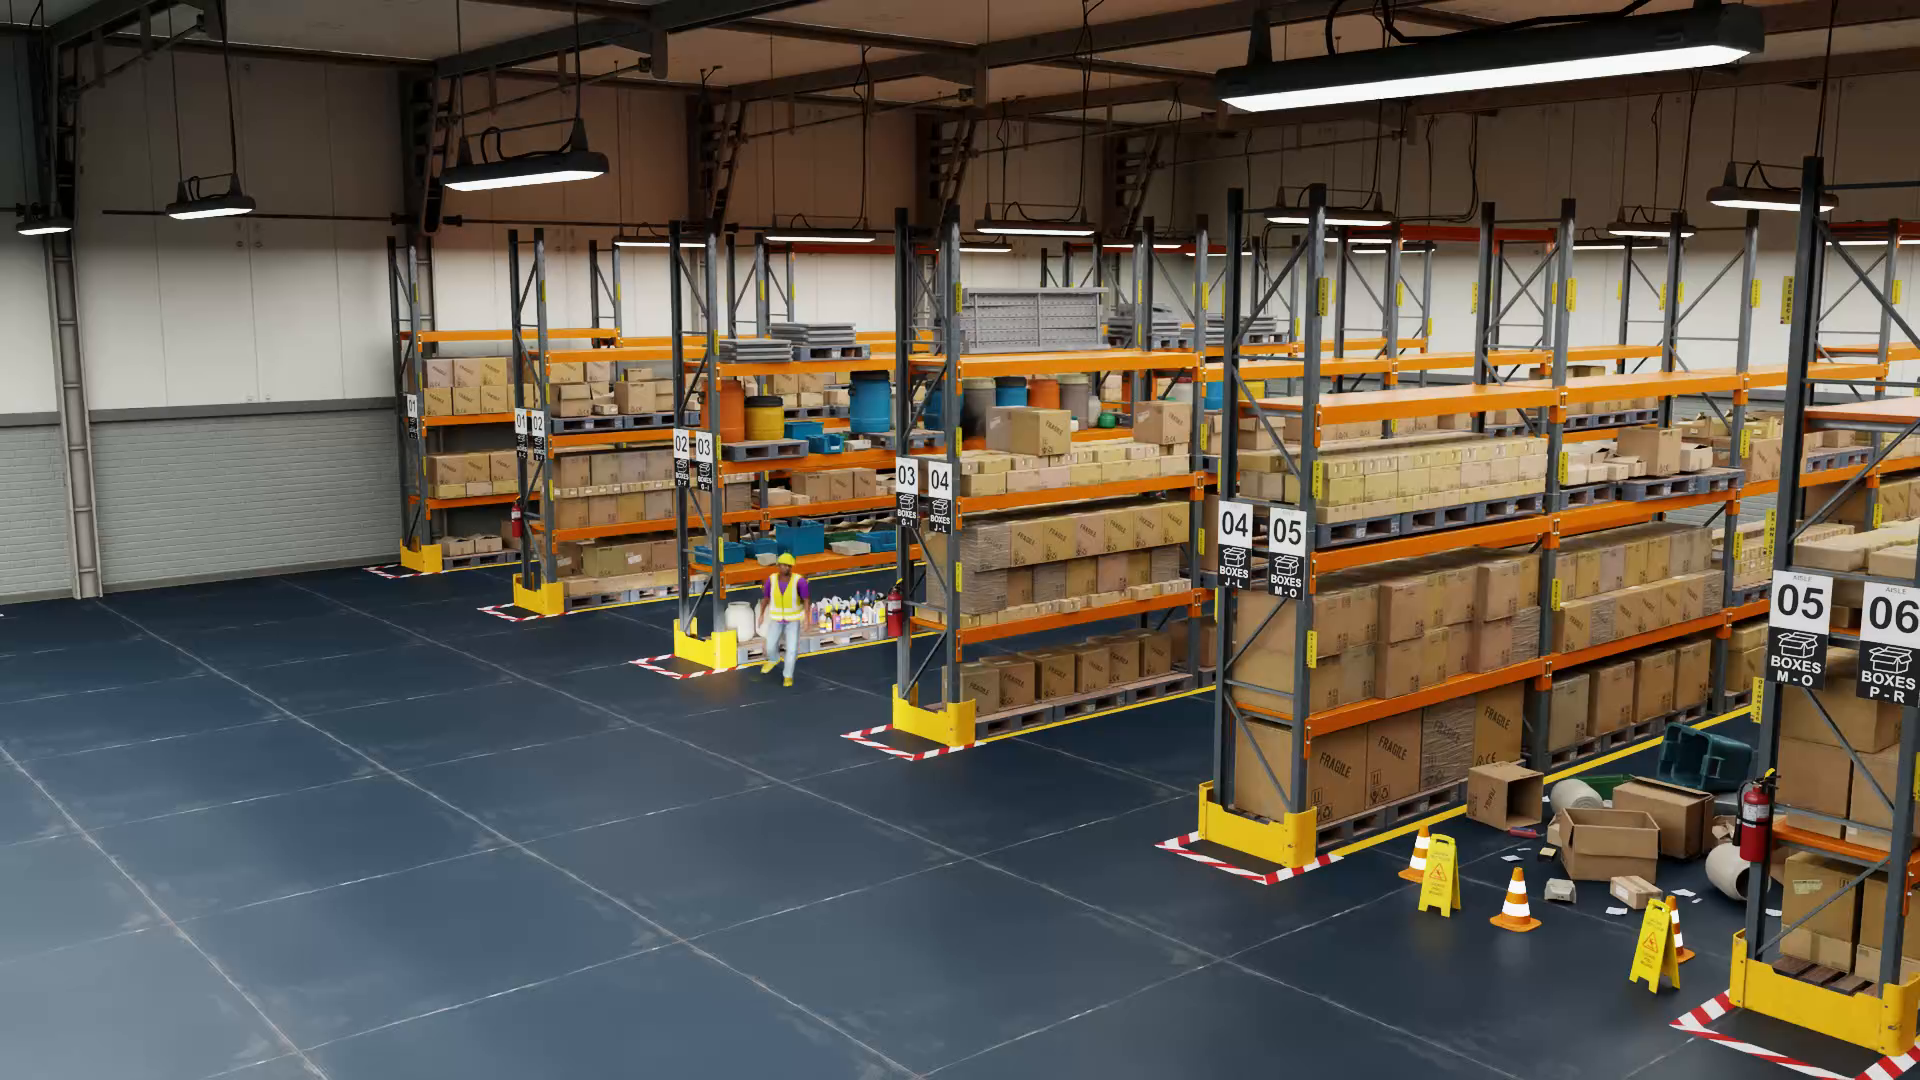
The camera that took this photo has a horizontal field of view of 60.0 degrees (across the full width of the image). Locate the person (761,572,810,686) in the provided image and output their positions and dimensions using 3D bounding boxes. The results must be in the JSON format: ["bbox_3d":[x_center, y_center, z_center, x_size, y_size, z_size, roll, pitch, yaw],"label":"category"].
[{"bbox_3d":[-2.270,1.122,21.596,0.706,1.493,0.599,1,9,3],"label":"person"}]
